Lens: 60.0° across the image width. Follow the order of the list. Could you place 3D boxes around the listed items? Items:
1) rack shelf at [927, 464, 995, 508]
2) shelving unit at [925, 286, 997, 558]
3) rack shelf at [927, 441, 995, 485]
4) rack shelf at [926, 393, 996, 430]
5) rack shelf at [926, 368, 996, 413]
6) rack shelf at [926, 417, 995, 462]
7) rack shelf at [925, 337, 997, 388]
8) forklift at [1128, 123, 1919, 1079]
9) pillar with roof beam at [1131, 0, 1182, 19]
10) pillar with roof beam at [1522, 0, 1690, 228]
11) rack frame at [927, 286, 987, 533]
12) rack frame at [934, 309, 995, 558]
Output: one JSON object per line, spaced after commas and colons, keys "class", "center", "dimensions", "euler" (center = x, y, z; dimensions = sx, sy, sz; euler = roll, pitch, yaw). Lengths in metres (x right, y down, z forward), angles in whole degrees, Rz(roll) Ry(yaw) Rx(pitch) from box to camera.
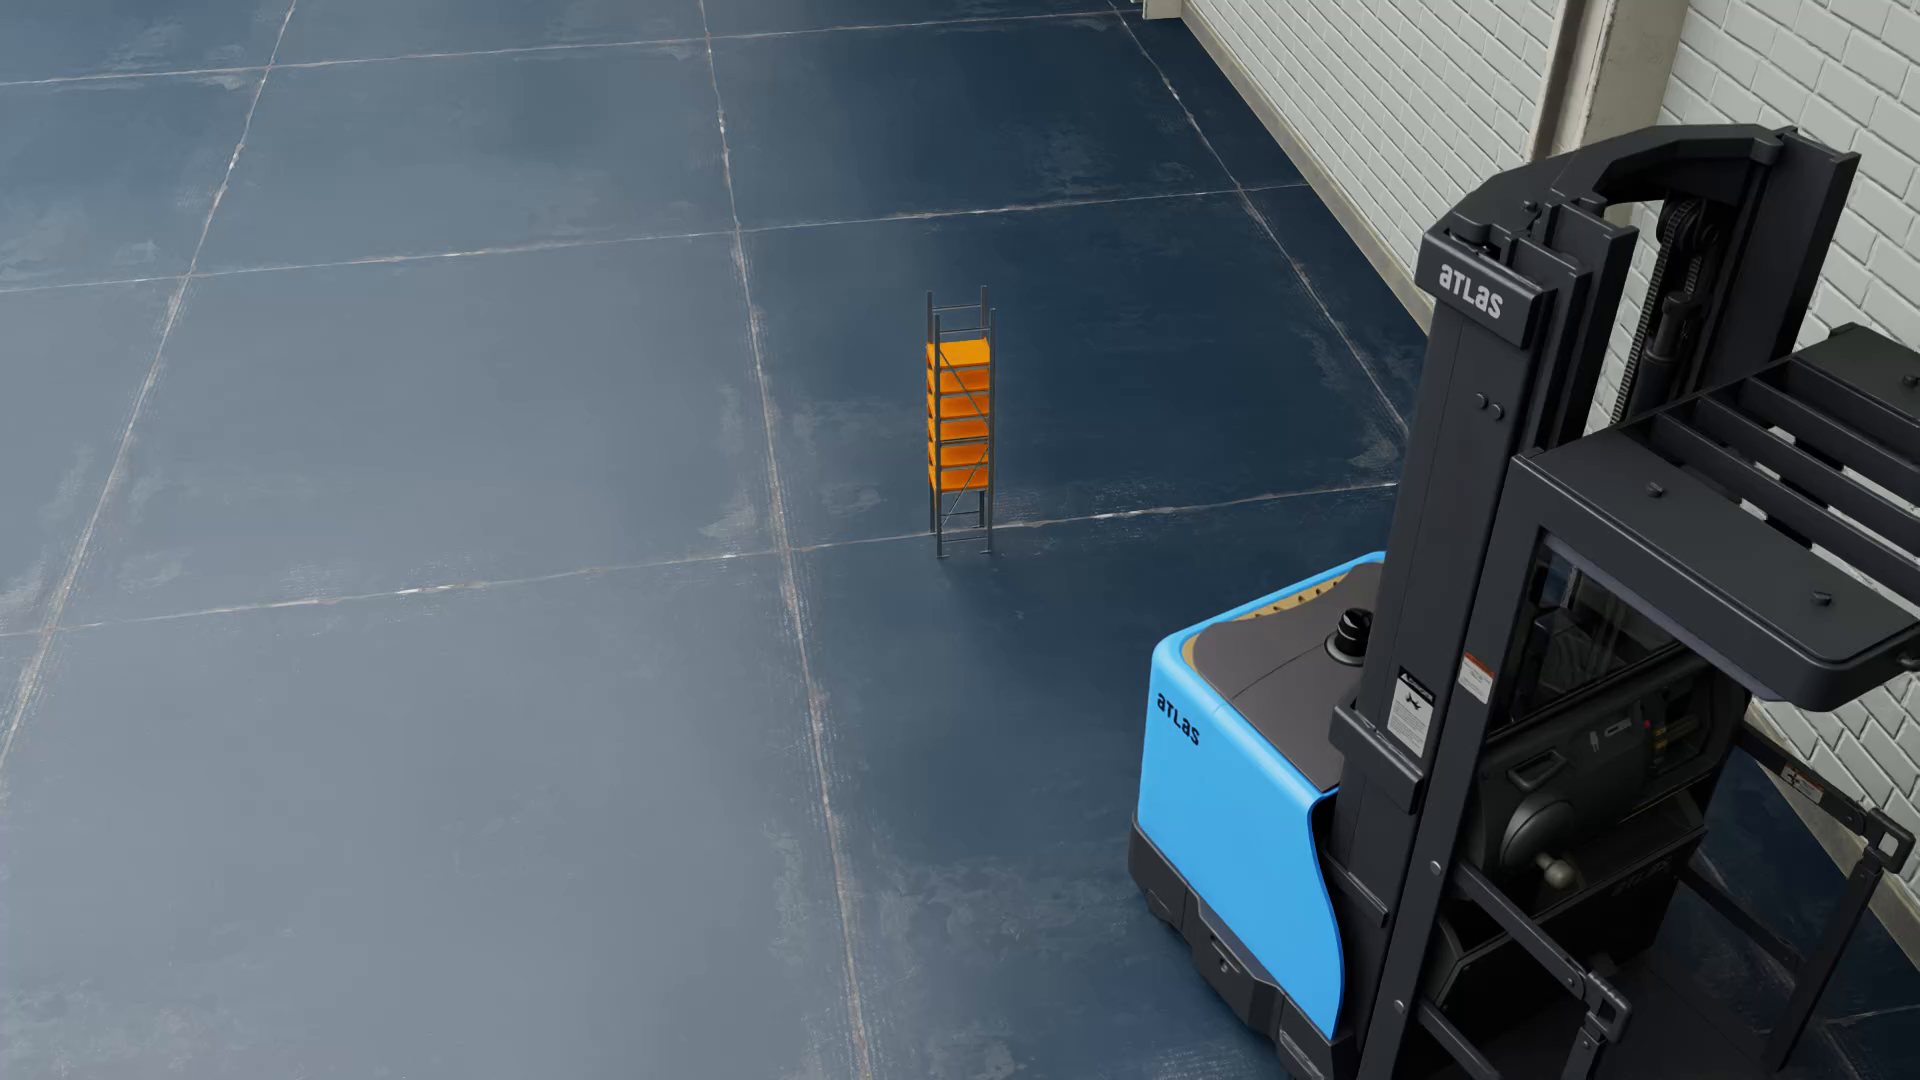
{"class": "rack shelf", "center": [0.003, -0.240, 7.045], "dimensions": [0.258, 0.103, 0.180], "euler": [-6, 38, -8]}
{"class": "shelving unit", "center": [0.003, -0.465, 6.871], "dimensions": [0.258, 1.200, 0.189], "euler": [-6, 38, -8]}
{"class": "rack shelf", "center": [0.003, -0.335, 6.972], "dimensions": [0.258, 0.103, 0.180], "euler": [-6, 38, -8]}
{"class": "rack shelf", "center": [0.003, -0.525, 6.824], "dimensions": [0.258, 0.103, 0.180], "euler": [-6, 38, -8]}
{"class": "rack shelf", "center": [0.003, -0.620, 6.751], "dimensions": [0.258, 0.103, 0.180], "euler": [-6, 38, -8]}
{"class": "rack shelf", "center": [0.003, -0.430, 6.898], "dimensions": [0.258, 0.103, 0.180], "euler": [-6, 38, -8]}
{"class": "rack shelf", "center": [0.003, -0.714, 6.677], "dimensions": [0.258, 0.103, 0.180], "euler": [-6, 38, -8]}
{"class": "forklift", "center": [1.754, 0.634, 4.045], "dimensions": [1.130, 2.935, 3.031], "euler": [-20, 42, -24]}
{"class": "pillar with roof beam", "center": [-2.775, -7.028, 8.962], "dimensions": [9.100, 9.000, 0.400], "euler": [-6, 38, -8]}
{"class": "pillar with roof beam", "center": [-1.723, -3.404, 4.297], "dimensions": [9.100, 9.000, 0.400], "euler": [-6, 38, -8]}
{"class": "rack frame", "center": [-0.013, -0.520, 6.942], "dimensions": [0.240, 1.200, 0.006], "euler": [-6, 38, -8]}
{"class": "rack frame", "center": [0.019, -0.410, 6.800], "dimensions": [0.240, 1.200, 0.006], "euler": [-6, 38, -8]}
